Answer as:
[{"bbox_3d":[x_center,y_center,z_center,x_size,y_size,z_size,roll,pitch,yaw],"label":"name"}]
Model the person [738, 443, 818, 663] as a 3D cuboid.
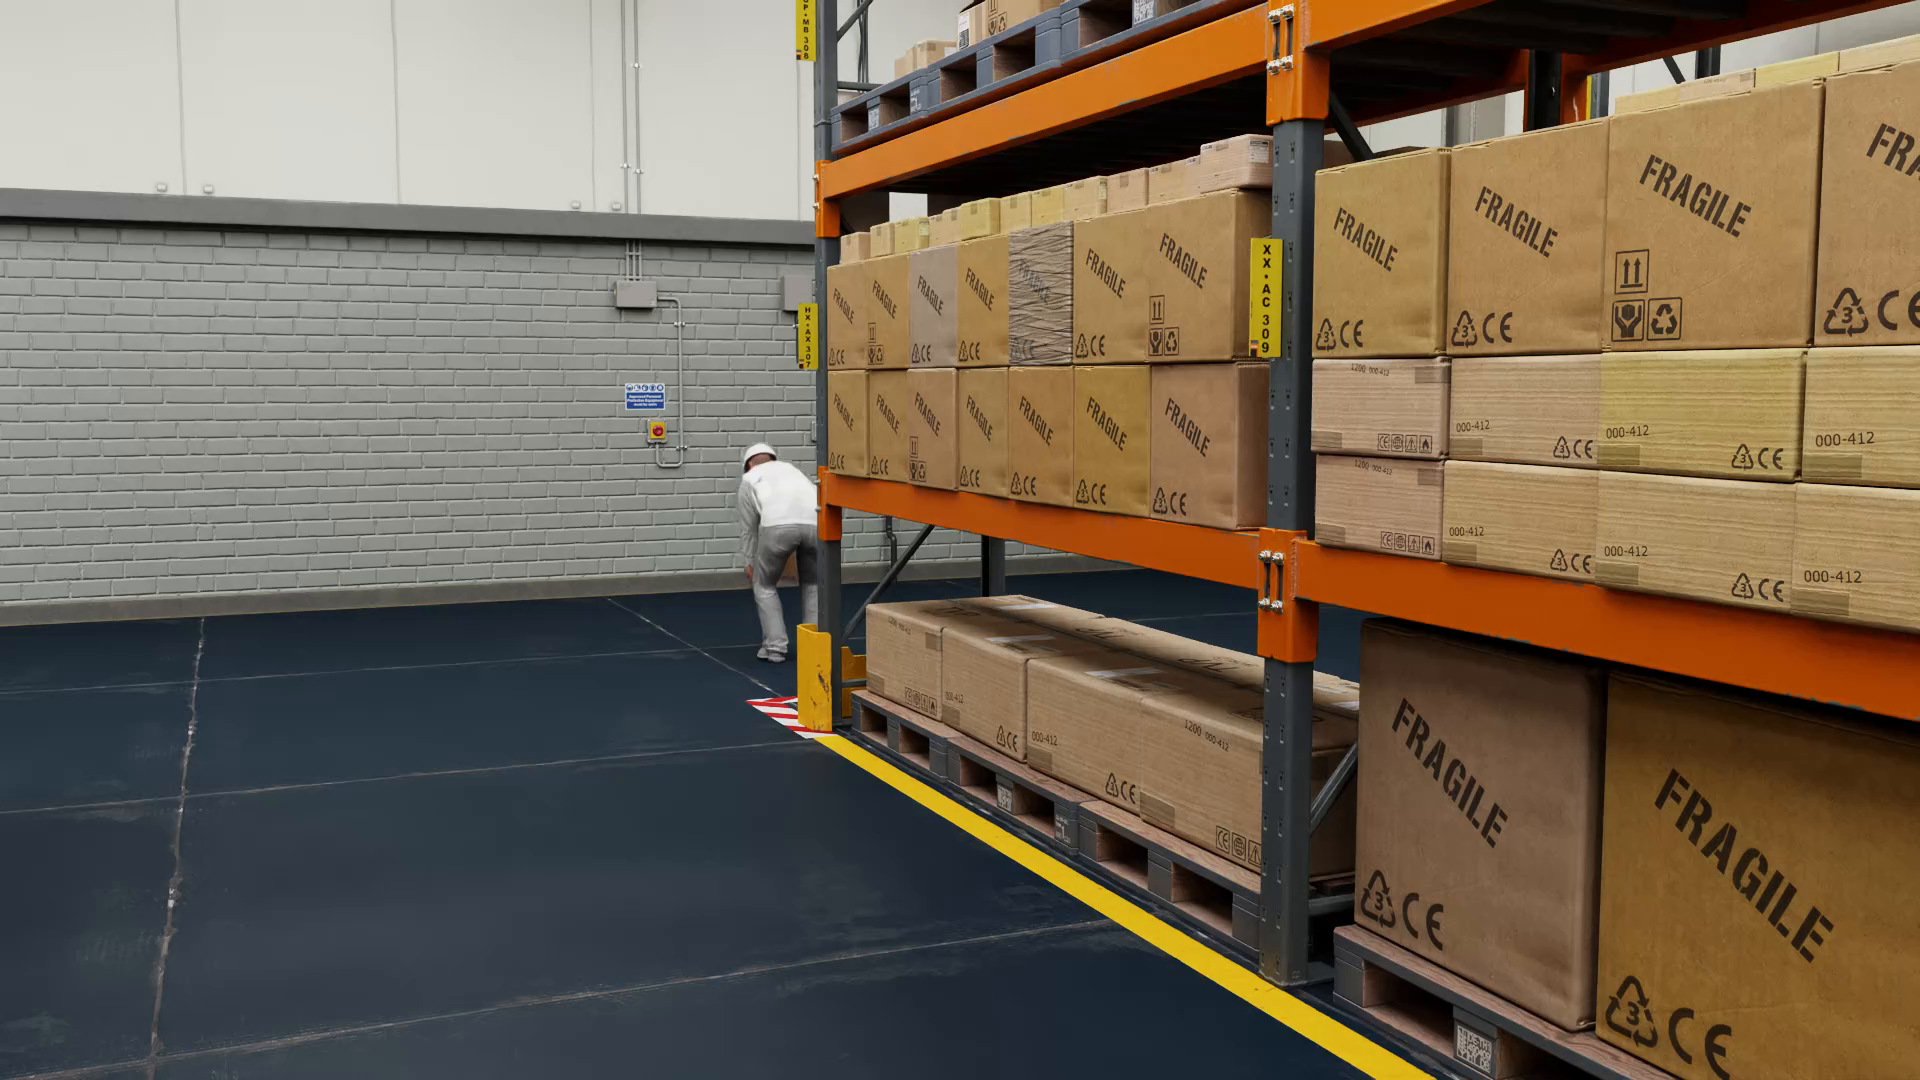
[{"bbox_3d":[-1.163,0.065,10.694,0.471,1.351,0.936,-3,6,-26],"label":"person"}]
